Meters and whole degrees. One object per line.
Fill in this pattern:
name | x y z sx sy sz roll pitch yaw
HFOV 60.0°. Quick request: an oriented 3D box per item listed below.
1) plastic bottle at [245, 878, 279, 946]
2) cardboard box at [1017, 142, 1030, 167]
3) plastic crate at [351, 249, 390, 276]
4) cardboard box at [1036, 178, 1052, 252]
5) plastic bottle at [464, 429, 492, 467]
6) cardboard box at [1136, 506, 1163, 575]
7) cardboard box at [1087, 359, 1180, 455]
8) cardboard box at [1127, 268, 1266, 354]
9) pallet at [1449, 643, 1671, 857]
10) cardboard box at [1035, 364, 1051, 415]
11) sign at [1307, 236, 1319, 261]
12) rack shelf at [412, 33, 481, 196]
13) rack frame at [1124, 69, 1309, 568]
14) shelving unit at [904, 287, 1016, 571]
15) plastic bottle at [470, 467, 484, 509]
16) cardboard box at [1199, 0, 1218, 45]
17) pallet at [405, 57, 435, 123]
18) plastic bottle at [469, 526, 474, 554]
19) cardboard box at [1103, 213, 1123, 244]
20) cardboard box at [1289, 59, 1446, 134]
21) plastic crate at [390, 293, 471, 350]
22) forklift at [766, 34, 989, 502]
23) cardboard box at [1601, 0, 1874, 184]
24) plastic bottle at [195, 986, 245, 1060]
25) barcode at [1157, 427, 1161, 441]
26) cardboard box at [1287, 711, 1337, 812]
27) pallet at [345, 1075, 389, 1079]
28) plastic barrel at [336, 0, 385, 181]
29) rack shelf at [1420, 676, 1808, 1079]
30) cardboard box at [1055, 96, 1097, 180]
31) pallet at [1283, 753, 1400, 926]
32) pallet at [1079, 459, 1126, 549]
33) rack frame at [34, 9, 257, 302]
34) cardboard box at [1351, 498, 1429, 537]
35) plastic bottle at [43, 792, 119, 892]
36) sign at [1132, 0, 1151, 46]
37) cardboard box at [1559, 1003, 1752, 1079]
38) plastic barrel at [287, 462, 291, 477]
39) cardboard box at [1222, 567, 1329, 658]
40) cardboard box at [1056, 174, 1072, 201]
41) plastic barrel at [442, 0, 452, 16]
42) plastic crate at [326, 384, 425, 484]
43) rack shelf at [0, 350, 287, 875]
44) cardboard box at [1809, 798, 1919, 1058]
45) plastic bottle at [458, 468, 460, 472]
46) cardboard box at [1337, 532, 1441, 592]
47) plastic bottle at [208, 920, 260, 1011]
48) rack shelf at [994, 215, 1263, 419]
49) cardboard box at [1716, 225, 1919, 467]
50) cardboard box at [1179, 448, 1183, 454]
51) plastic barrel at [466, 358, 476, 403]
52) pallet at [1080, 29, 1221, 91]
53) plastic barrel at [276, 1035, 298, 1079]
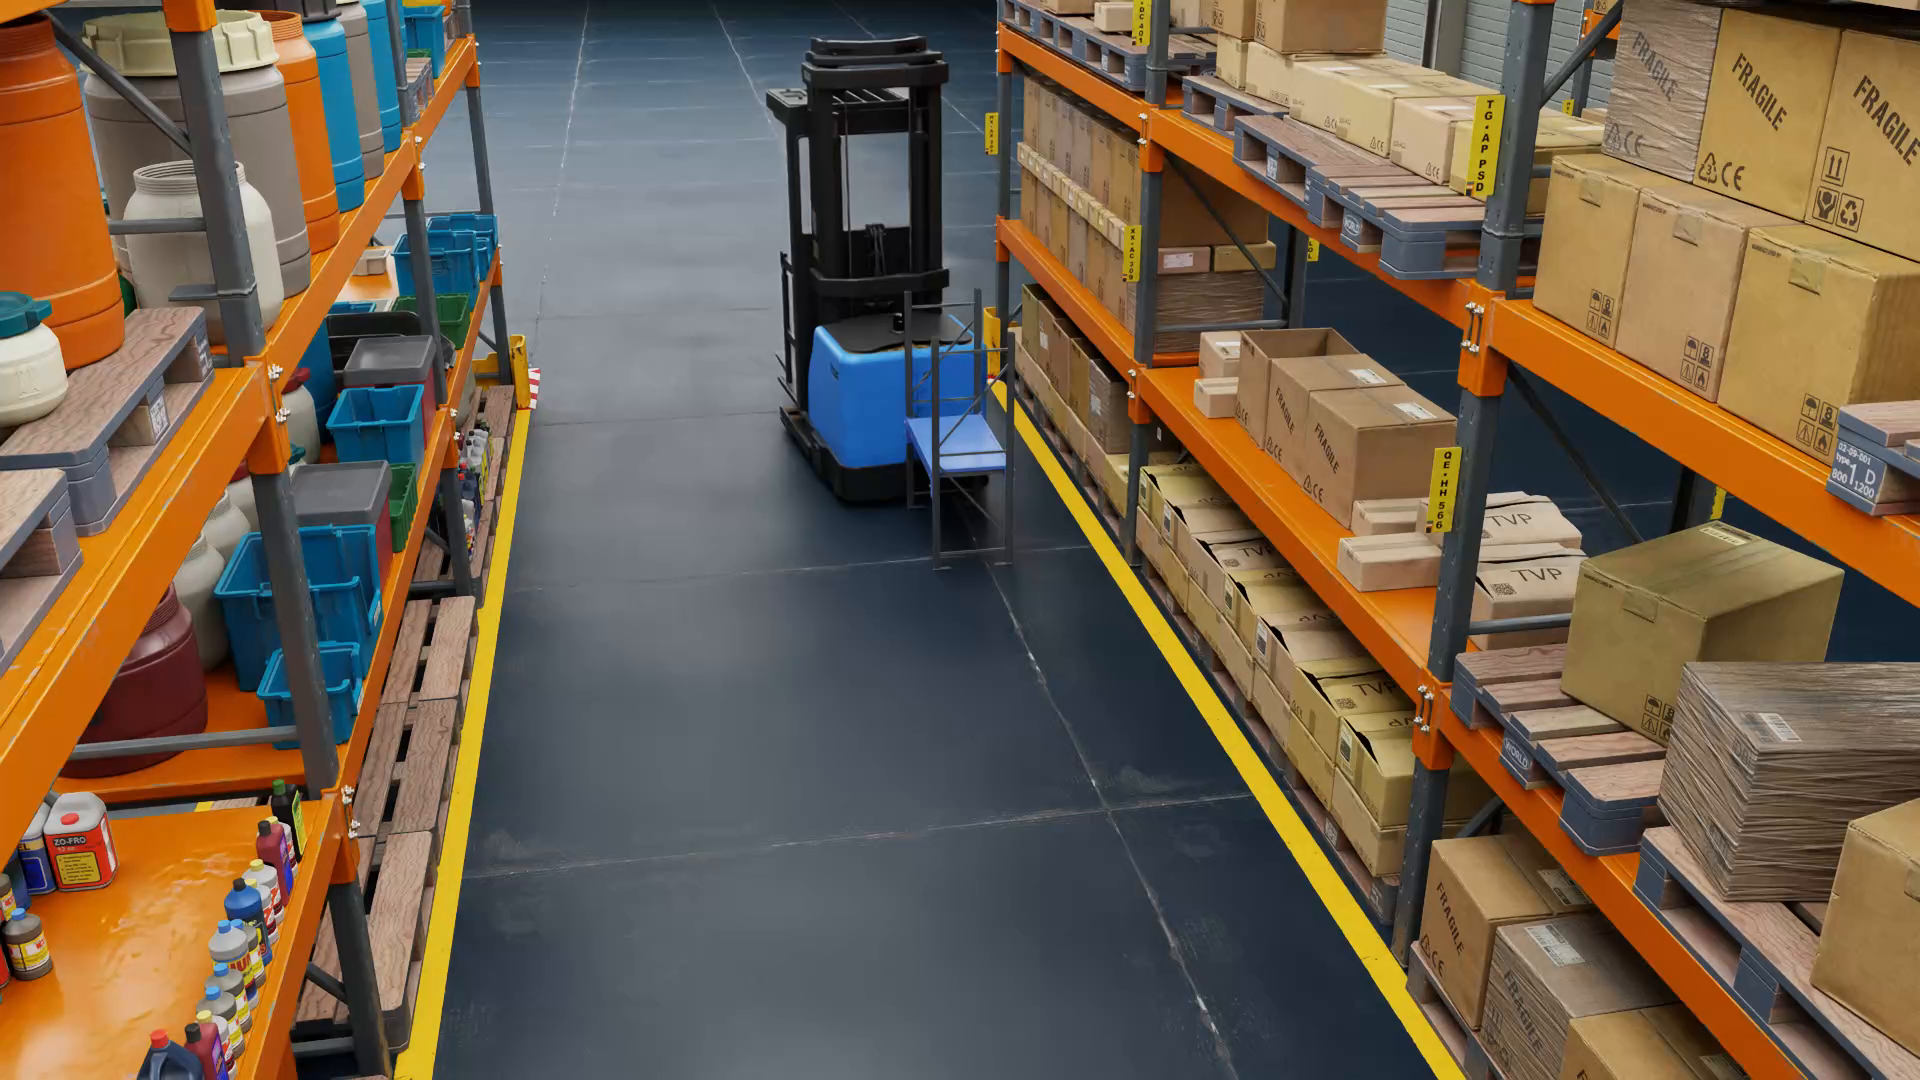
plastic bottle | -2.033 1.071 4.799 0.097 0.201 0.097 0 24 0
cardboard box | 0.659 -3.008 12.955 0.380 0.149 0.250 -4 24 -10
plastic crate | -4.221 -1.974 11.851 0.298 0.136 0.250 -4 24 -10
cardboard box | 0.974 -2.491 12.580 0.700 0.500 0.500 -4 24 -8
plastic bottle | -3.280 -0.633 11.305 0.152 0.276 0.135 -4 24 -9
cardboard box | 1.369 -0.018 9.953 0.500 0.250 0.500 -5 24 -11
cardboard box | 1.156 -0.902 11.041 0.500 0.500 0.500 -4 24 -10
cardboard box | 1.450 -1.482 10.271 0.700 0.500 0.500 -5 24 -11
pallet | 2.472 0.660 5.730 1.213 0.211 1.003 -4 24 -10
cardboard box | 0.867 -1.147 12.540 0.500 0.250 0.500 -4 24 -10
sign | 2.069 -1.801 9.777 0.100 0.325 0.005 -4 24 -10
rack shelf | -3.700 -2.729 10.401 1.077 0.370 4.000 -4 24 -10
rack frame | 1.538 -1.262 9.892 1.000 3.000 0.127 -4 24 -10
shelving unit | -0.016 -0.721 10.527 0.538 1.500 1.048 -4 24 -10
plastic bottle | -3.097 -0.344 10.635 0.061 0.283 0.133 -3 24 -7
cardboard box | 1.704 -3.157 9.658 0.500 0.500 0.500 -2 24 -5
pallet | -3.560 -2.462 9.127 1.213 0.211 1.003 -4 24 -10
plastic bottle | -2.978 -0.014 9.981 0.097 0.201 0.097 0 24 0
cardboard box | 1.133 -2.000 10.646 0.380 0.149 0.250 -4 24 -10
cardboard box | 1.831 -2.004 7.506 0.500 0.250 0.500 -6 24 -14
plastic crate | -3.304 -1.355 10.369 0.450 0.188 0.662 -4 24 -10
forklift | -0.738 -2.165 12.044 1.130 2.935 3.031 -7 25 -16
cardboard box | 2.352 -1.395 5.075 0.500 0.500 0.500 -4 24 -10
plastic bottle | -1.943 1.262 4.361 0.097 0.201 0.097 0 24 0
barcode | 1.176 -0.627 9.812 0.001 0.075 0.075 -4 24 -10
cardboard box | 1.842 0.987 7.652 0.500 0.250 0.500 -5 24 -10
pallet | -2.404 2.261 5.309 1.003 0.211 1.213 -4 24 -10
plastic barrel | -2.902 -2.060 7.345 0.600 0.901 0.600 0 24 0
rack shelf | 2.647 1.427 4.633 1.077 0.370 4.000 -4 24 -10
cardboard box | 1.078 -2.866 11.818 0.700 0.500 0.500 -4 24 -10
pallet | 2.164 1.262 7.596 1.003 0.211 1.213 -4 24 -10
pallet | 1.432 -0.300 11.174 1.003 0.211 1.213 -4 24 -10
rack frame | -2.591 -2.073 4.253 1.000 3.000 0.127 -4 24 -10
cardboard box | 1.986 -0.071 7.479 0.380 0.149 0.250 -3 24 -6
plastic bottle | -2.679 0.916 5.060 0.152 0.276 0.135 -4 24 -10
sign | 0.993 -2.868 9.077 0.100 0.325 0.005 -4 24 -10
cardboard box | 2.271 1.858 5.321 0.500 0.500 0.500 -5 24 -10
plastic barrel | -3.234 -0.278 7.470 0.433 0.535 0.433 0 24 0
cardboard box | 1.655 0.334 8.448 0.500 0.311 0.500 -4 24 -8
cardboard box | 0.899 -2.502 11.796 0.380 0.149 0.250 -5 24 -10
plastic barrel | -3.856 -4.053 11.472 0.600 0.830 0.708 -4 24 -10
plastic crate | -2.821 -0.479 8.119 0.392 0.384 0.575 -4 24 -10
rack shelf | -2.221 0.418 3.196 1.077 0.370 4.000 -4 24 -10
cardboard box | 2.630 0.956 4.164 0.700 0.500 0.500 -11 26 -23
plastic bottle | -3.171 -0.326 10.608 0.097 0.271 0.097 0 24 0
cardboard box | 1.840 0.093 7.103 0.380 0.149 0.250 -4 24 -10
plastic bottle | -1.979 1.153 4.522 0.097 0.271 0.097 0 24 0
rack shelf | 1.168 -1.719 11.838 1.077 0.370 4.000 -4 24 -10
cardboard box | 2.582 -0.535 4.355 0.910 0.500 0.500 -4 24 -10
cardboard box | 1.663 -0.597 11.279 0.500 0.250 0.500 -4 24 -10
plastic barrel | -3.873 -1.270 12.493 0.421 0.512 0.421 0 24 0
pallet | 1.355 -2.930 10.074 1.003 0.211 1.213 -4 24 -10
plastic barrel | -2.484 1.669 5.367 0.600 0.830 0.708 -4 24 -10
